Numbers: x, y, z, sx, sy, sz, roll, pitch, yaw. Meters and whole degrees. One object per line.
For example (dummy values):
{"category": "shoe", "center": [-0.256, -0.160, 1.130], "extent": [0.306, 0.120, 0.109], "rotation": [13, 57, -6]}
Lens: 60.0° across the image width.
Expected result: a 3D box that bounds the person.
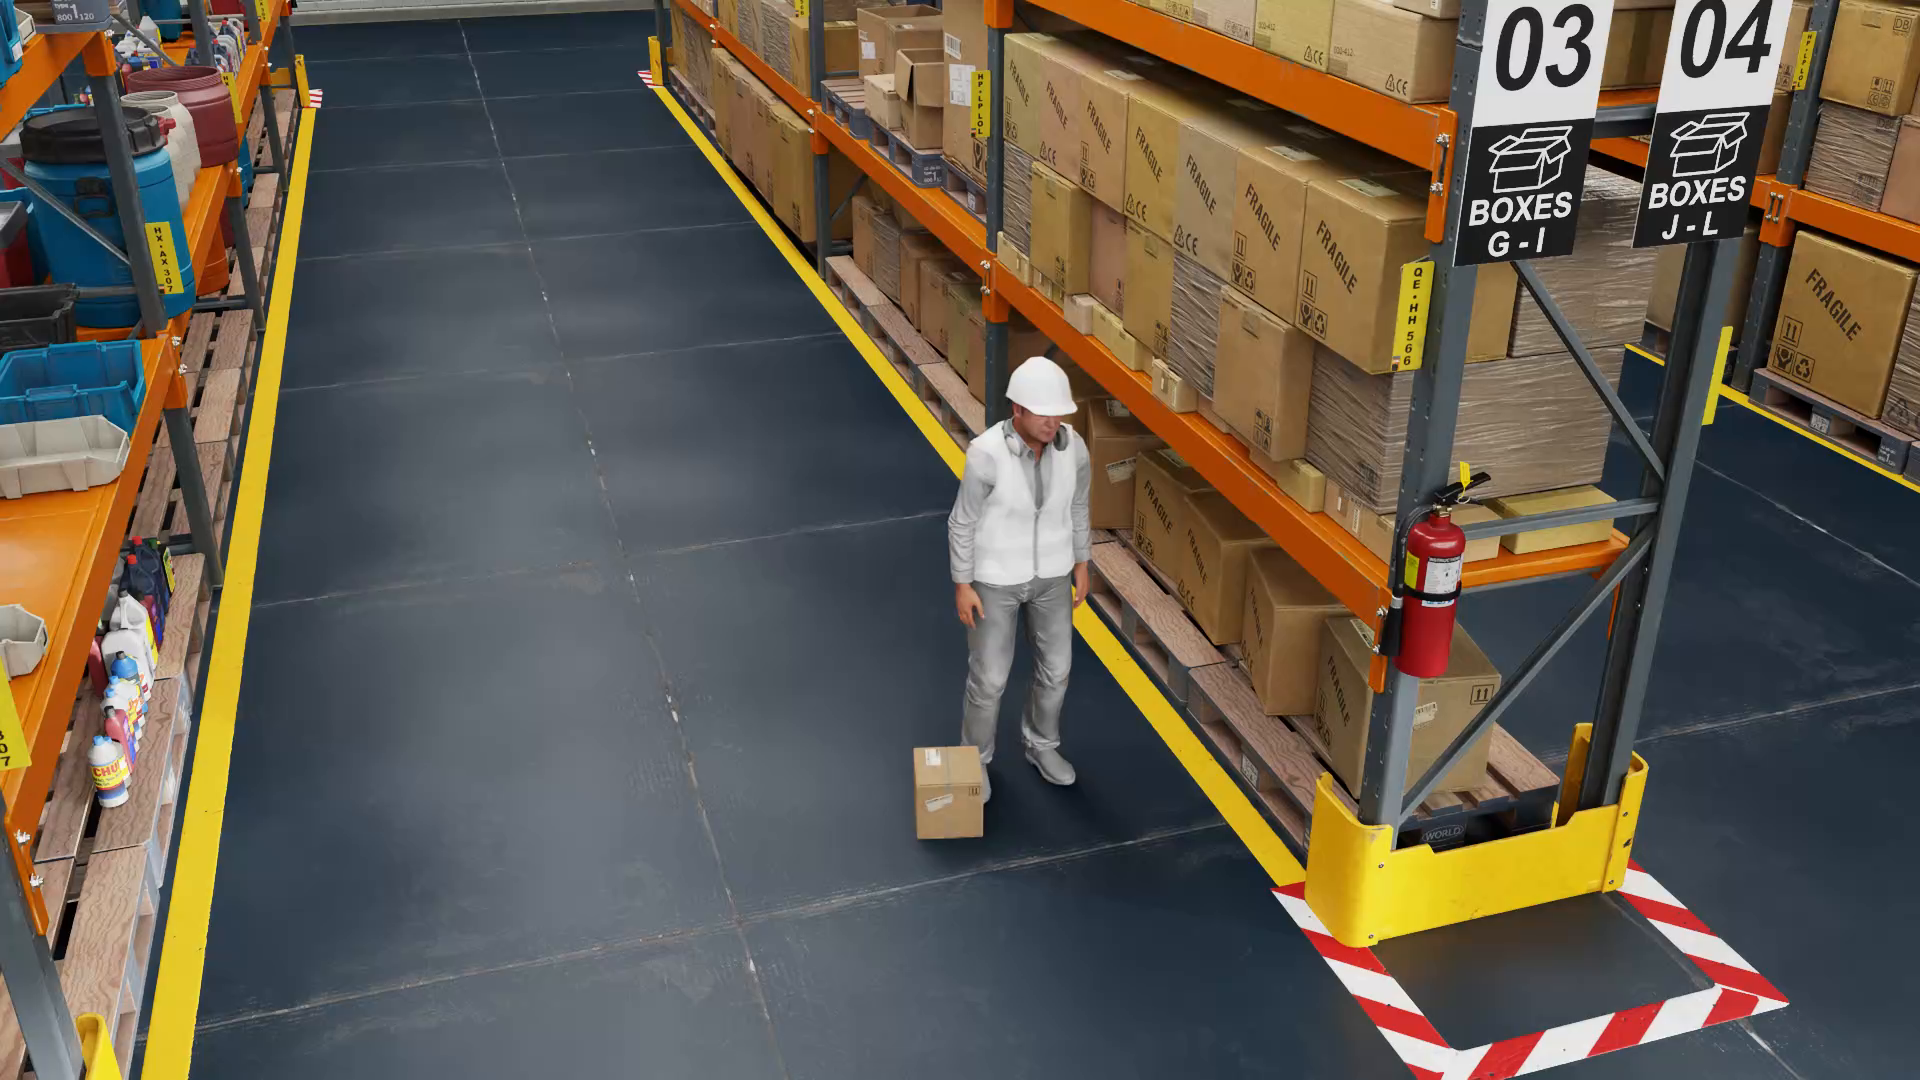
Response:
{"category": "person", "center": [0.238, 0.136, 6.308], "extent": [0.583, 1.769, 0.465], "rotation": [-10, 28, -20]}
